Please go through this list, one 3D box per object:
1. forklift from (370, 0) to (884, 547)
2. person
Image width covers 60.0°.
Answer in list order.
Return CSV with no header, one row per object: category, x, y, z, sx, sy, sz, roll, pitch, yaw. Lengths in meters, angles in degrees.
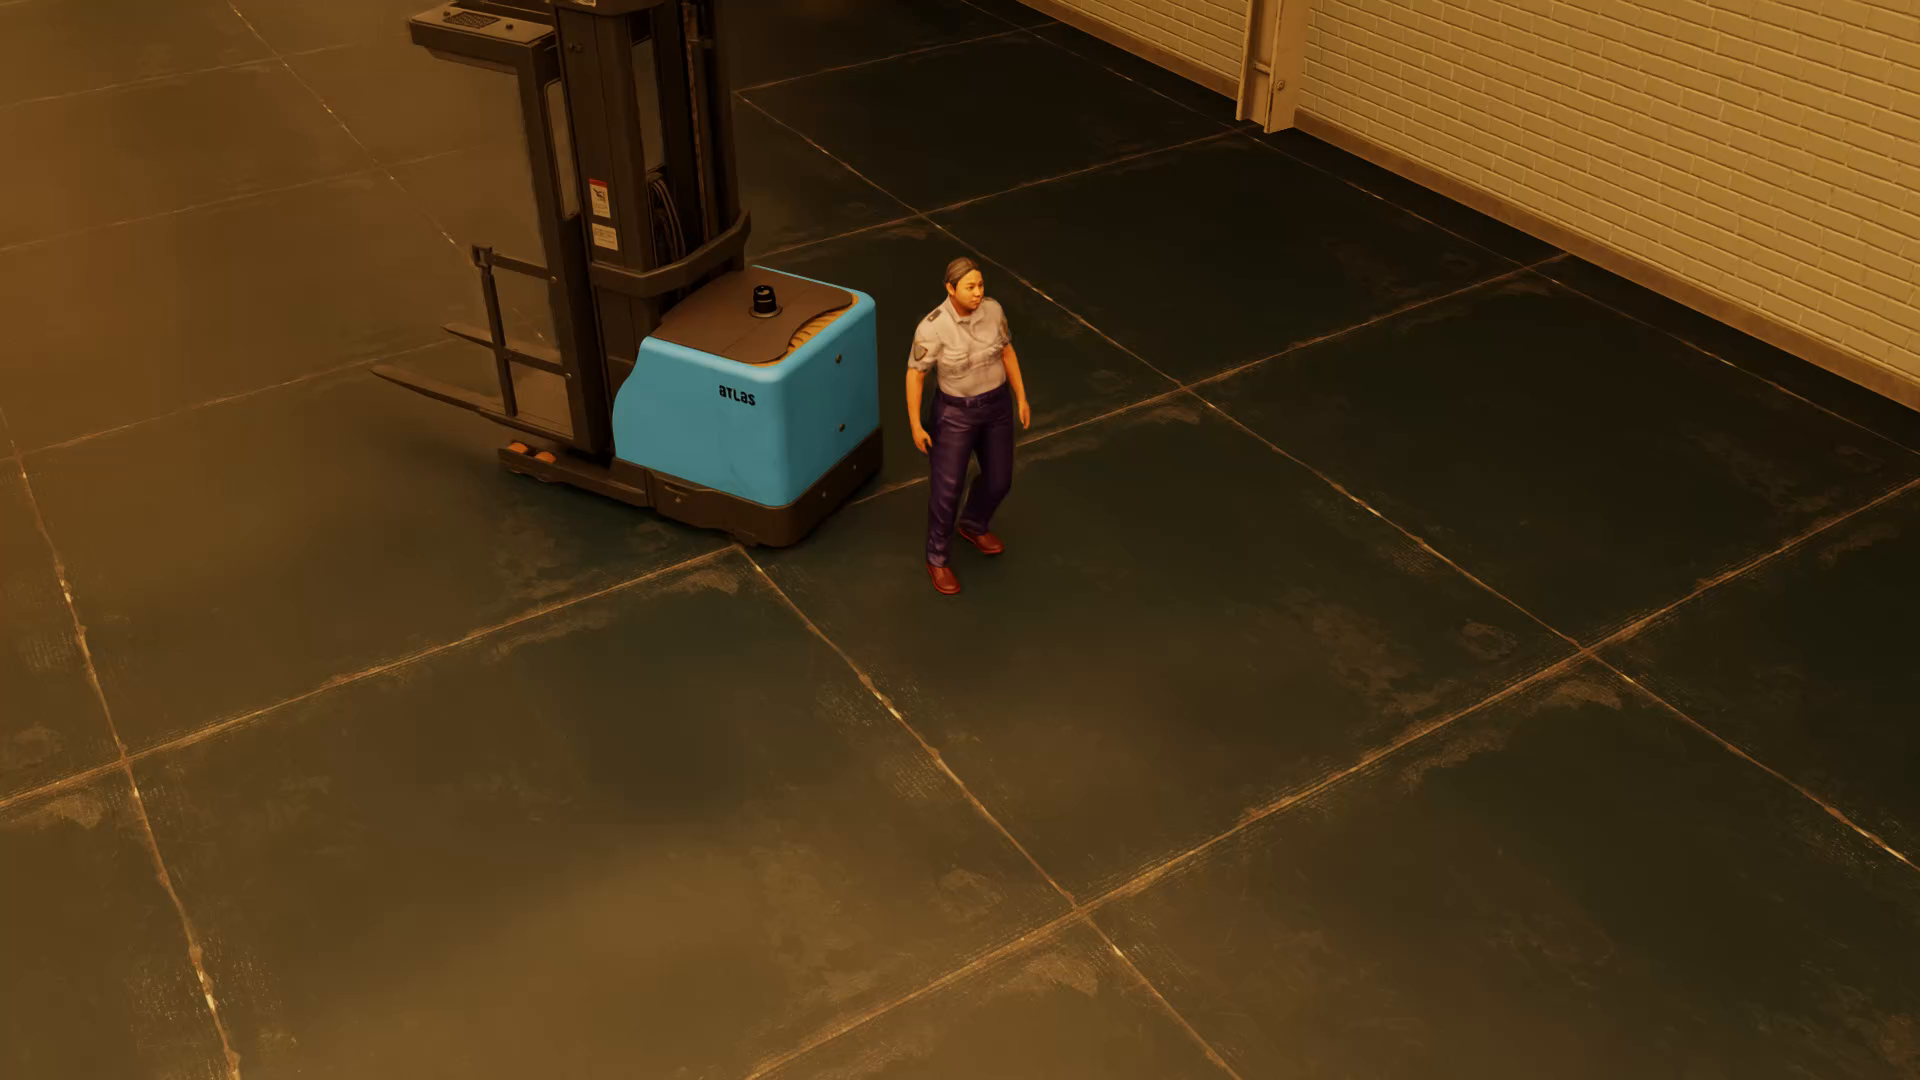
forklift,-1.965,-1.763,8.657,3.031,2.935,1.130,17,39,23
person,0.064,-0.573,8.119,0.620,1.635,0.516,-17,39,-23
